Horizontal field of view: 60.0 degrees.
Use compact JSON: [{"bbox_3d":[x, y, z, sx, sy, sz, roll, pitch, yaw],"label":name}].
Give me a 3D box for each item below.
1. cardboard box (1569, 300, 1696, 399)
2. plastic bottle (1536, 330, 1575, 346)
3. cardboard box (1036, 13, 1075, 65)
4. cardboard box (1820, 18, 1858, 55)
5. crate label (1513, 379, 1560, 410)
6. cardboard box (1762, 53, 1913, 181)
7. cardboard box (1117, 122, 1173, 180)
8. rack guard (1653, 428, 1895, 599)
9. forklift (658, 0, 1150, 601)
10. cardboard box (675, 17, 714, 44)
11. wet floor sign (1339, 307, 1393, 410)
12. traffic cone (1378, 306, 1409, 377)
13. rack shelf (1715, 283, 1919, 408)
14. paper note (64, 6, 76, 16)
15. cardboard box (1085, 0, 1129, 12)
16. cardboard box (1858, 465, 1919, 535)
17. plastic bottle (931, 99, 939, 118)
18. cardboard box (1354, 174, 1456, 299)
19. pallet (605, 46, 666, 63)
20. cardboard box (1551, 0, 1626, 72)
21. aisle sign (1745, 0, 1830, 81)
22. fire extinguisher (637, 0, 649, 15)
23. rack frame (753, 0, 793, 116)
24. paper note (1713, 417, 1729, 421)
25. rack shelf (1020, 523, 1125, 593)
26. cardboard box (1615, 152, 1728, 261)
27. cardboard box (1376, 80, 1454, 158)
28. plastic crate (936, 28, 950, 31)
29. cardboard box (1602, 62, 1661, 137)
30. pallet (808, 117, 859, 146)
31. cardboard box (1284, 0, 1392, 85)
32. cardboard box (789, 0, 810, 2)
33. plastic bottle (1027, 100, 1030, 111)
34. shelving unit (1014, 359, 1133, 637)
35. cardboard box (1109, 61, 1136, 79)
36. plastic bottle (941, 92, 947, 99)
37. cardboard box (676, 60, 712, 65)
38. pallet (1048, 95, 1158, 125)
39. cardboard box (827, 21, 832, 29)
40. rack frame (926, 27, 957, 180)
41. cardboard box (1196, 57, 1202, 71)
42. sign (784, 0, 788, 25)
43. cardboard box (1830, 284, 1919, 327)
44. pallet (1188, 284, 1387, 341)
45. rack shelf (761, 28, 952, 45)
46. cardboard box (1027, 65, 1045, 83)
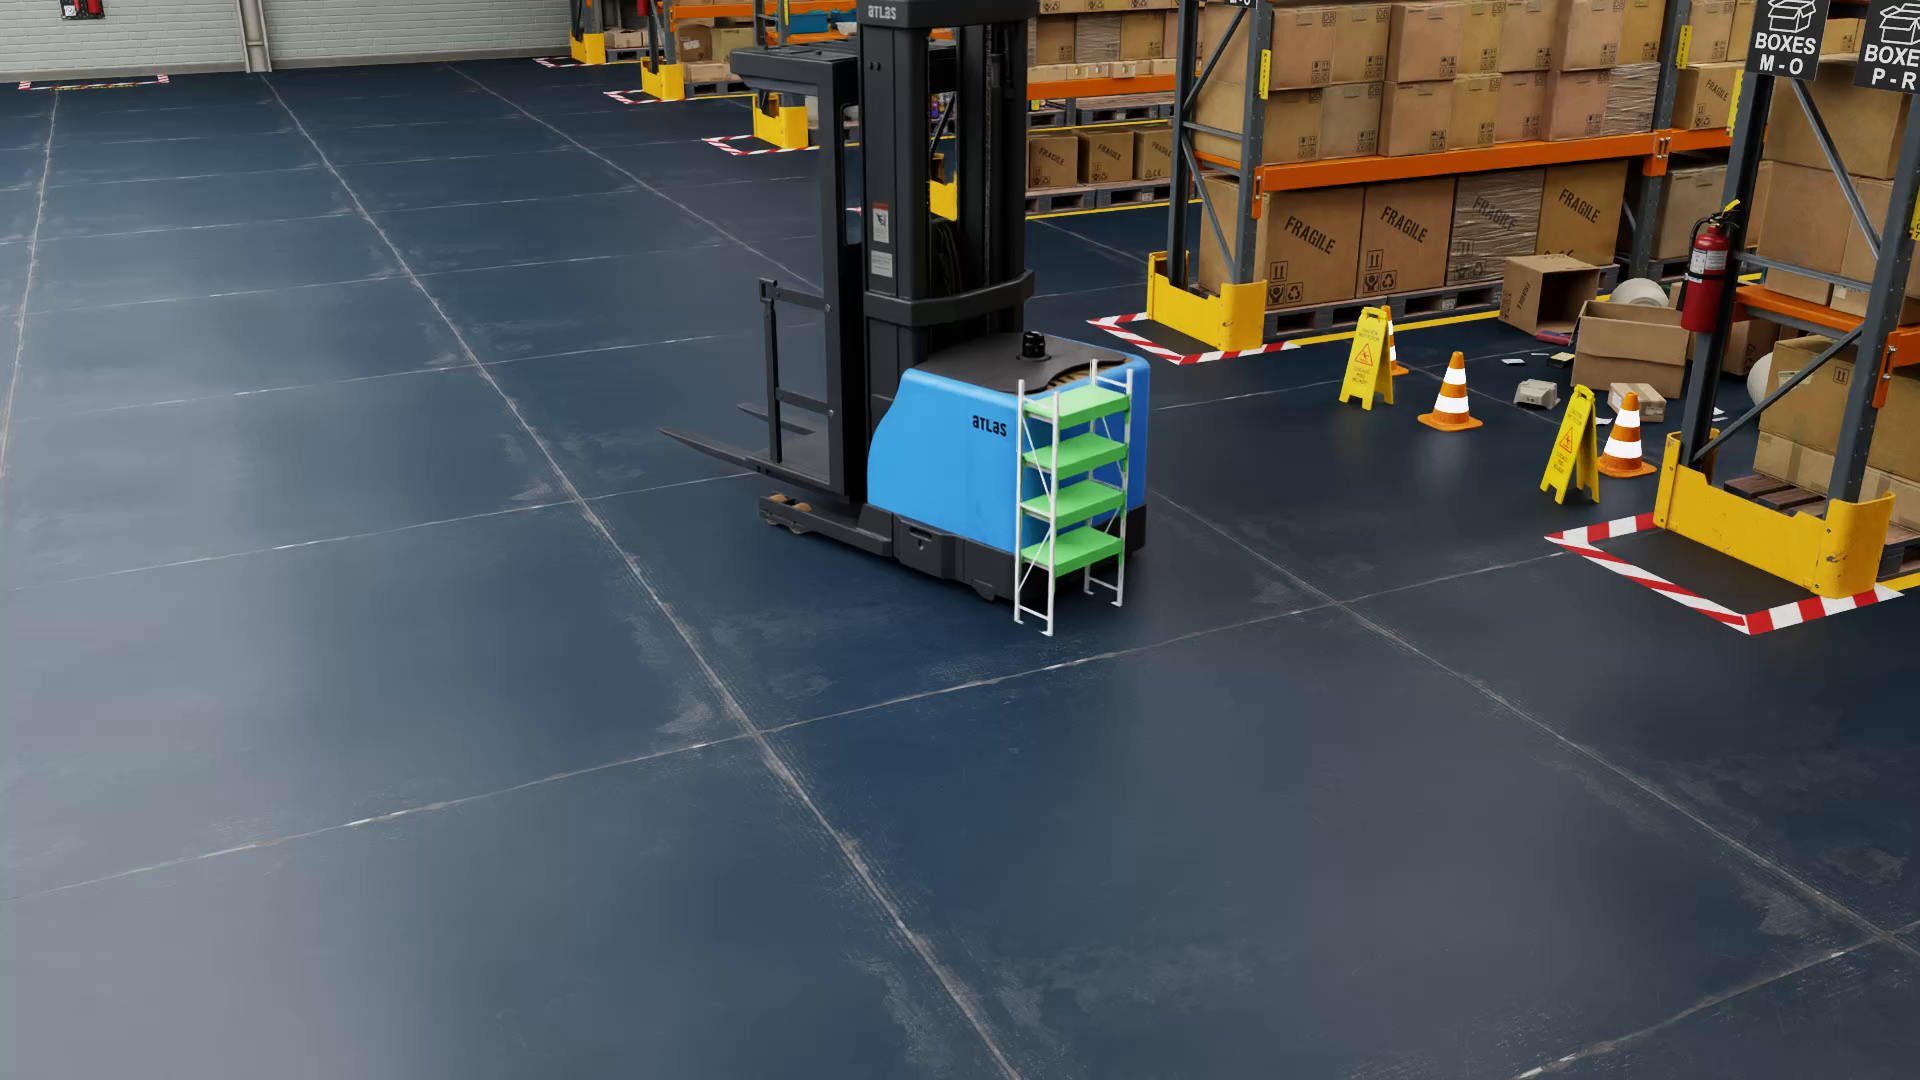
[{"bbox_3d":[4.606,-1.314,11.415,0.797,0.503,0.637,10,24,22],"label":"cardboard box"},{"bbox_3d":[4.483,-1.510,12.465,0.283,0.061,0.133,20,30,40],"label":"plastic bottle"},{"bbox_3d":[0.730,-5.109,16.798,0.500,0.500,0.875,-10,25,-24],"label":"cardboard box"},{"bbox_3d":[7.306,-4.502,14.414,0.500,0.500,0.700,-11,25,-24],"label":"cardboard box"},{"bbox_3d":[3.843,-0.975,11.074,0.250,0.136,0.298,15,27,31],"label":"crate label"},{"bbox_3d":[4.487,-2.109,8.245,0.500,0.500,0.700,-11,25,-25],"label":"cardboard box"},{"bbox_3d":[2.012,-4.141,17.700,0.500,0.500,0.500,-13,26,-28],"label":"cardboard box"},{"bbox_3d":[4.190,-0.161,8.635,0.348,0.500,1.175,-10,25,-24],"label":"rack guard"},{"bbox_3d":[-0.462,-1.516,8.729,3.031,2.935,1.130,19,29,39],"label":"forklift"},{"bbox_3d":[-4.762,-9.171,29.825,0.500,0.500,0.700,-12,25,-27],"label":"cardboard box"},{"bbox_3d":[2.716,-1.218,10.997,0.232,0.644,0.267,-15,27,-33],"label":"wet floor sign"},{"bbox_3d":[2.978,-1.420,11.723,0.334,0.463,0.336,-10,25,-24],"label":"traffic cone"},{"bbox_3d":[5.924,-1.303,9.065,4.000,0.370,1.077,-10,25,-24],"label":"rack shelf"},{"bbox_3d":[-14.205,-8.450,26.541,0.142,0.148,0.016,-10,25,-24],"label":"paper note"},{"bbox_3d":[1.341,-5.526,16.499,0.500,0.500,0.500,-10,25,-24],"label":"cardboard box"},{"bbox_3d":[4.968,-0.266,8.665,0.500,0.250,0.500,-11,25,-24],"label":"cardboard box"},{"bbox_3d":[-0.344,-5.599,21.478,0.133,0.283,0.061,-10,25,-23],"label":"plastic bottle"},{"bbox_3d":[3.258,-2.487,13.214,0.875,0.875,0.875,-11,25,-24],"label":"cardboard box"},{"bbox_3d":[-5.805,-8.687,29.608,1.213,0.211,1.003,-10,25,-24],"label":"pallet"},{"bbox_3d":[4.695,-4.044,13.138,0.550,0.550,0.875,-10,25,-24],"label":"cardboard box"},{"bbox_3d":[3.940,-2.595,7.846,0.004,0.787,0.394,-10,25,-24],"label":"aisle sign"},{"bbox_3d":[-4.777,-8.238,24.980,0.183,0.674,0.296,-10,25,-24],"label":"fire extinguisher"},{"bbox_3d":[-2.325,-6.426,20.500,0.127,3.000,1.000,-10,25,-24],"label":"rack frame"},{"bbox_3d":[4.925,-0.784,10.778,0.123,0.001,0.032,-10,25,-24],"label":"paper note"},{"bbox_3d":[0.527,0.082,7.923,0.480,0.148,0.258,-20,30,-39],"label":"rack shelf"},{"bbox_3d":[6.008,-2.945,14.483,0.750,0.750,1.050,-11,25,-24],"label":"cardboard box"},{"bbox_3d":[3.244,-3.288,12.723,0.550,0.550,0.875,-10,25,-24],"label":"cardboard box"},{"bbox_3d":[-0.074,-6.611,21.292,0.437,0.136,0.530,-10,25,-24],"label":"plastic crate"},{"bbox_3d":[5.161,-3.660,13.623,0.550,0.550,0.875,-10,25,-24],"label":"cardboard box"},{"bbox_3d":[-1.542,-5.299,21.424,1.213,0.211,1.003,-10,25,-24],"label":"pallet"},{"bbox_3d":[2.690,-3.732,12.385,0.550,0.550,0.875,-10,25,-24],"label":"cardboard box"},{"bbox_3d":[-2.649,-8.511,25.406,0.500,0.500,0.700,-10,24,-22],"label":"cardboard box"},{"bbox_3d":[0.824,-5.863,22.028,0.185,0.351,0.144,-11,25,-25],"label":"plastic bottle"},{"bbox_3d":[0.528,-0.198,7.806,0.503,1.200,0.258,-20,30,-39],"label":"shelving unit"},{"bbox_3d":[1.577,-4.784,16.861,0.250,0.149,0.380,-10,25,-24],"label":"cardboard box"},{"bbox_3d":[-0.181,-5.976,22.302,0.185,0.351,0.144,-11,25,-24],"label":"plastic bottle"},{"bbox_3d":[-4.114,-7.248,25.532,0.500,0.250,0.500,-10,25,-24],"label":"cardboard box"},{"bbox_3d":[1.970,-5.945,22.983,1.213,0.211,1.003,-10,25,-24],"label":"pallet"},{"bbox_3d":[-2.093,-7.752,25.769,0.500,0.500,0.500,-10,25,-24],"label":"cardboard box"},{"bbox_3d":[-0.176,-4.719,16.377,0.127,3.000,1.000,-10,25,-24],"label":"rack frame"},{"bbox_3d":[2.421,-4.995,17.371,0.250,0.149,0.380,-10,25,-24],"label":"cardboard box"},{"bbox_3d":[-2.090,-6.364,19.988,0.005,0.325,0.100,-10,25,-24],"label":"sign"},{"bbox_3d":[4.517,-1.173,8.138,0.250,0.149,0.380,-10,25,-23],"label":"cardboard box"},{"bbox_3d":[2.570,-1.864,13.126,1.213,0.211,1.003,-10,25,-24],"label":"pallet"},{"bbox_3d":[-0.522,-6.425,21.439,4.000,0.370,1.077,-10,25,-24],"label":"rack shelf"},{"bbox_3d":[0.649,-4.639,16.512,0.250,0.149,0.380,-10,25,-24],"label":"cardboard box"}]
